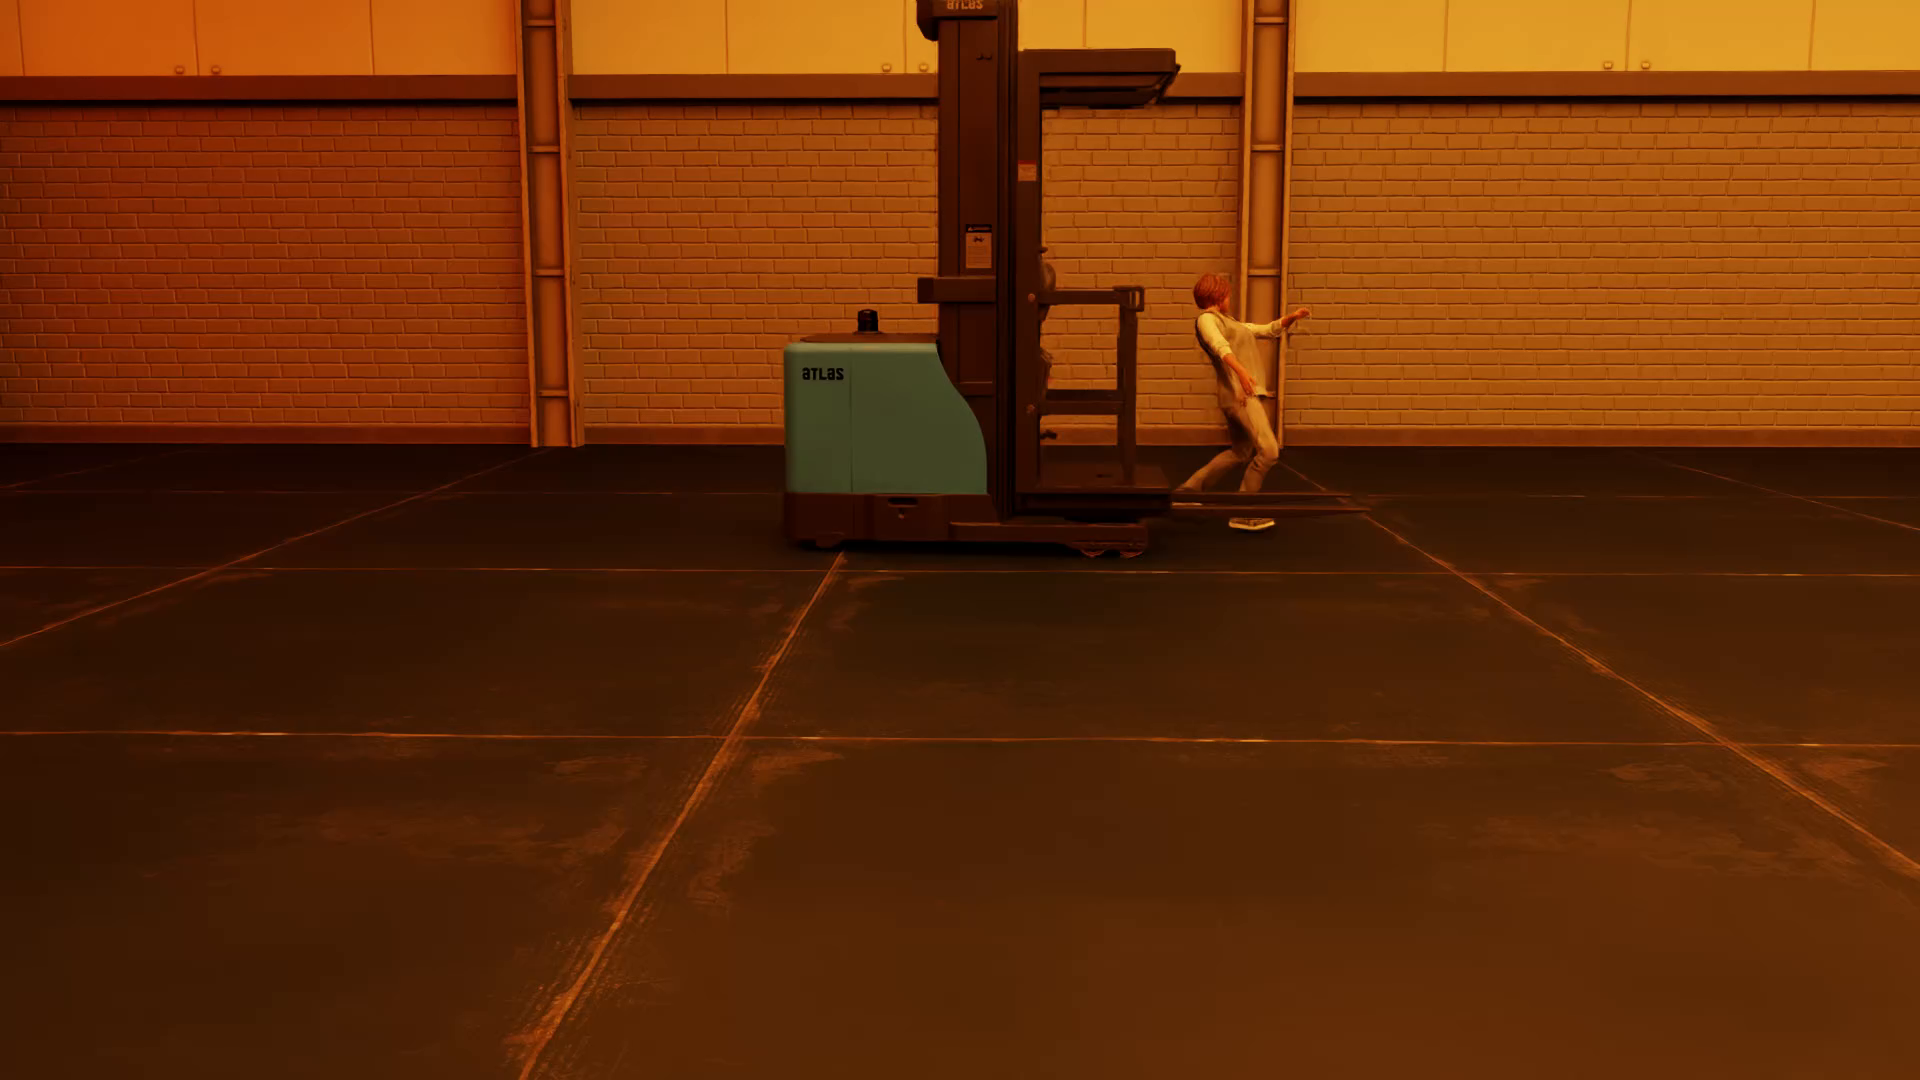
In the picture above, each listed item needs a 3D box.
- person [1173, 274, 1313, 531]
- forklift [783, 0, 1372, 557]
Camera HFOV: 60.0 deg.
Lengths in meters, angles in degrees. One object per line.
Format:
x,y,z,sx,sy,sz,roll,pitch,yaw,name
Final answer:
1.566,-0.768,9.257,0.749,1.415,0.784,1,9,9,person
0.620,-1.446,8.760,3.031,2.935,1.130,1,9,3,forklift
